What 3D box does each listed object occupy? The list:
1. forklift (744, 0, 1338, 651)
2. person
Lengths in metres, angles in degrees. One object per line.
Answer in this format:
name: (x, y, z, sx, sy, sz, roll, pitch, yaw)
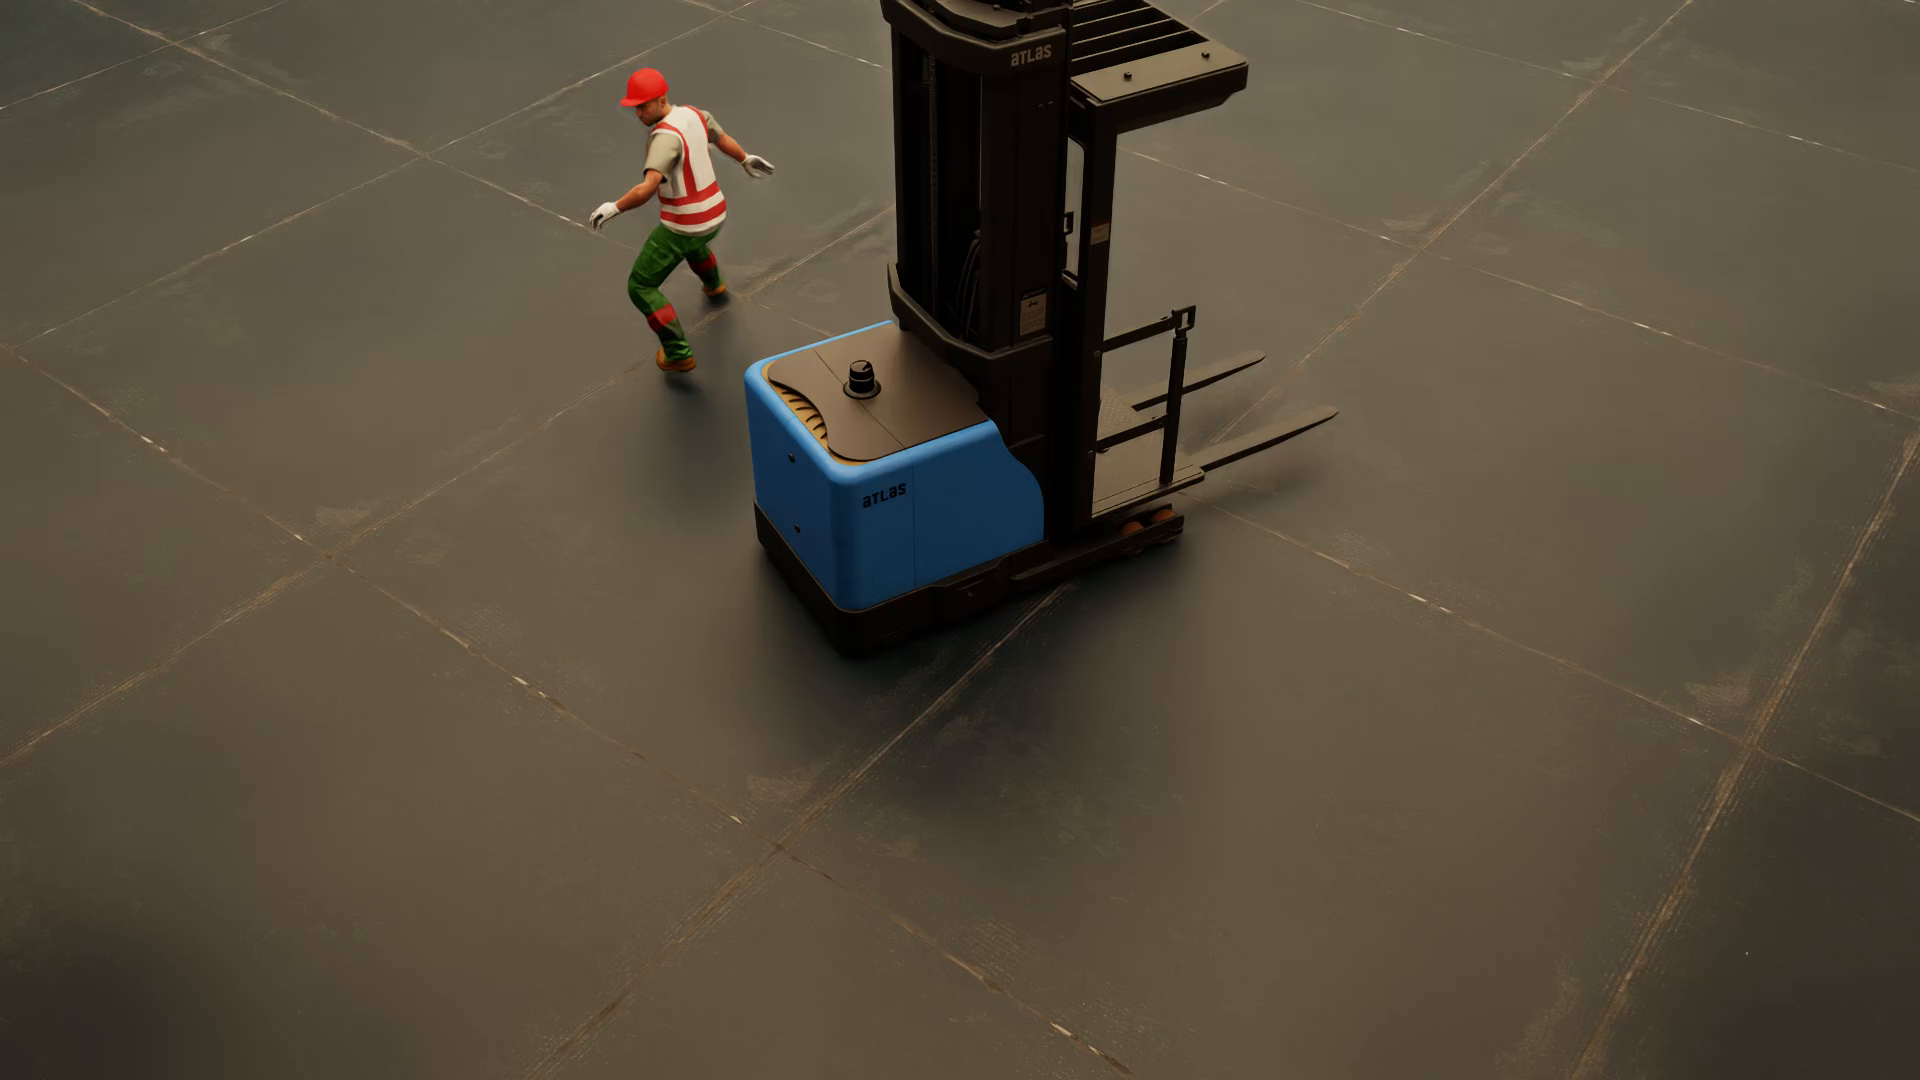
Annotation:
forklift: (0.527, -1.315, 7.617, 3.031, 2.935, 1.130, -21, 45, -23)
person: (-1.532, -1.822, 9.297, 0.561, 1.715, 1.168, 16, 43, 18)
